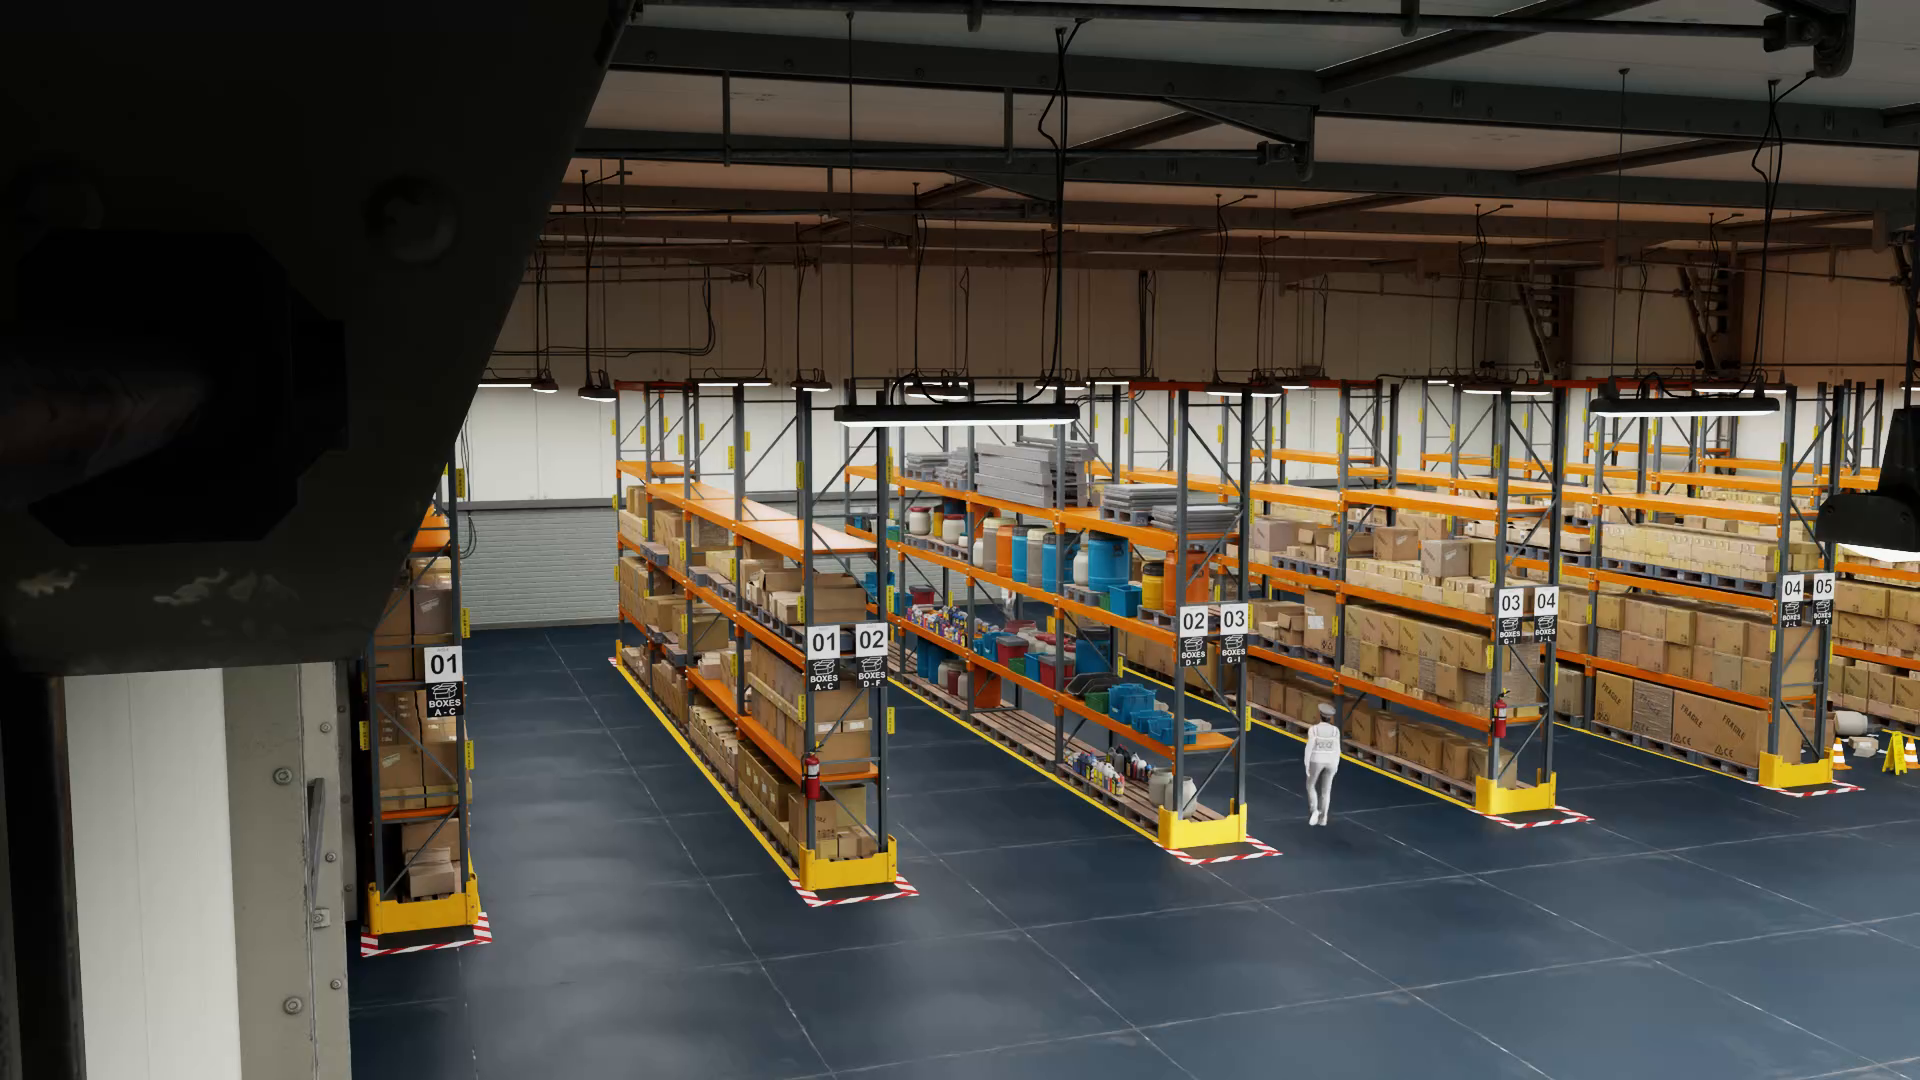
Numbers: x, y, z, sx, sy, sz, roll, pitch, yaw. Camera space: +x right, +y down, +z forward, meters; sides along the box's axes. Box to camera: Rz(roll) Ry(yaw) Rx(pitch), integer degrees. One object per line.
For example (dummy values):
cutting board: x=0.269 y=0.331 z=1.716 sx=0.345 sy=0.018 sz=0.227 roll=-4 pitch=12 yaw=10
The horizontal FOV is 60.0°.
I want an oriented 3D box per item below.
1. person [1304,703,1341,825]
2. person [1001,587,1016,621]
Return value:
person: x=4.957 y=3.076 z=22.741 sx=0.489 sy=1.685 sz=0.452 roll=1 pitch=6 yaw=9
person: x=1.119 y=1.370 z=38.452 sx=0.358 sy=1.788 sz=0.643 roll=0 pitch=6 yaw=2
